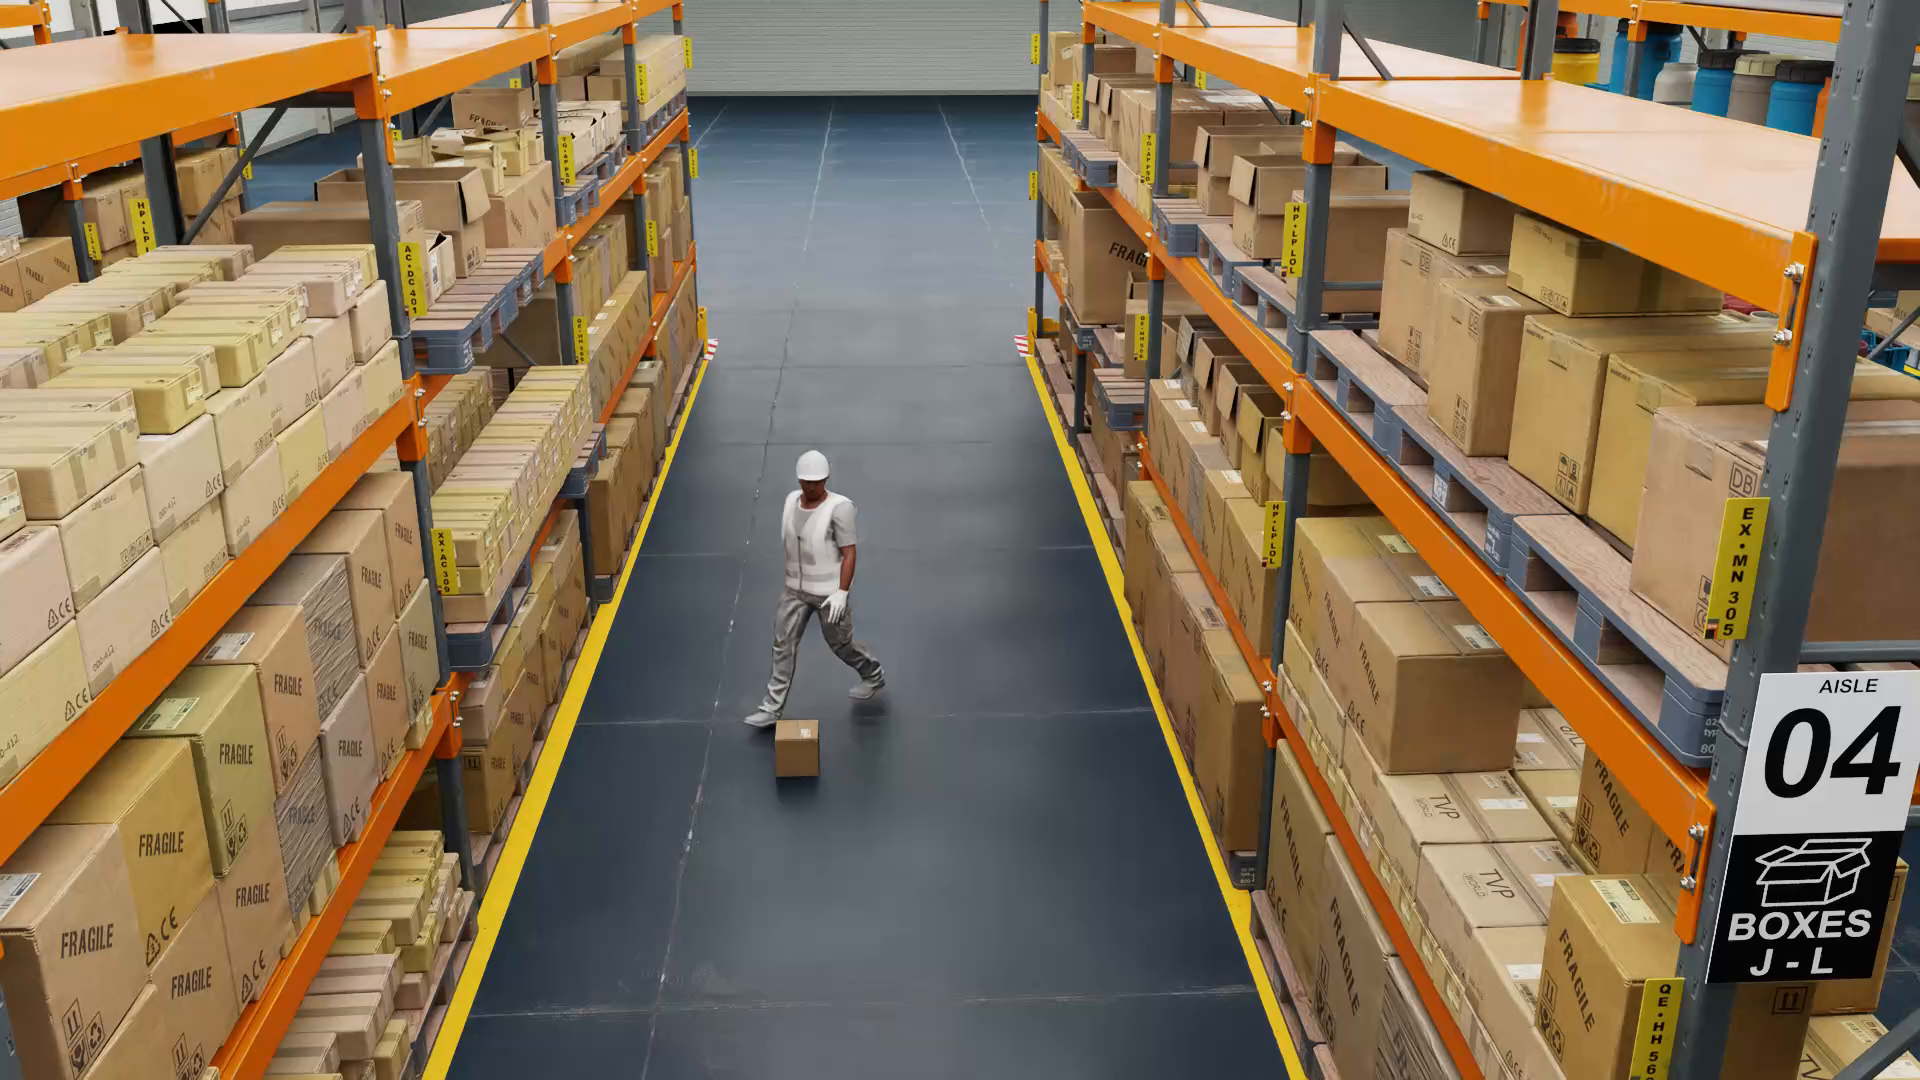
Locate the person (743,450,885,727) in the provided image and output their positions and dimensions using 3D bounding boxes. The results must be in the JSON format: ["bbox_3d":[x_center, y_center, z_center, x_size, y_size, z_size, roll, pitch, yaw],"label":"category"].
[{"bbox_3d":[-0.918,0.304,10.270,0.590,1.748,0.993,13,24,32],"label":"person"}]
